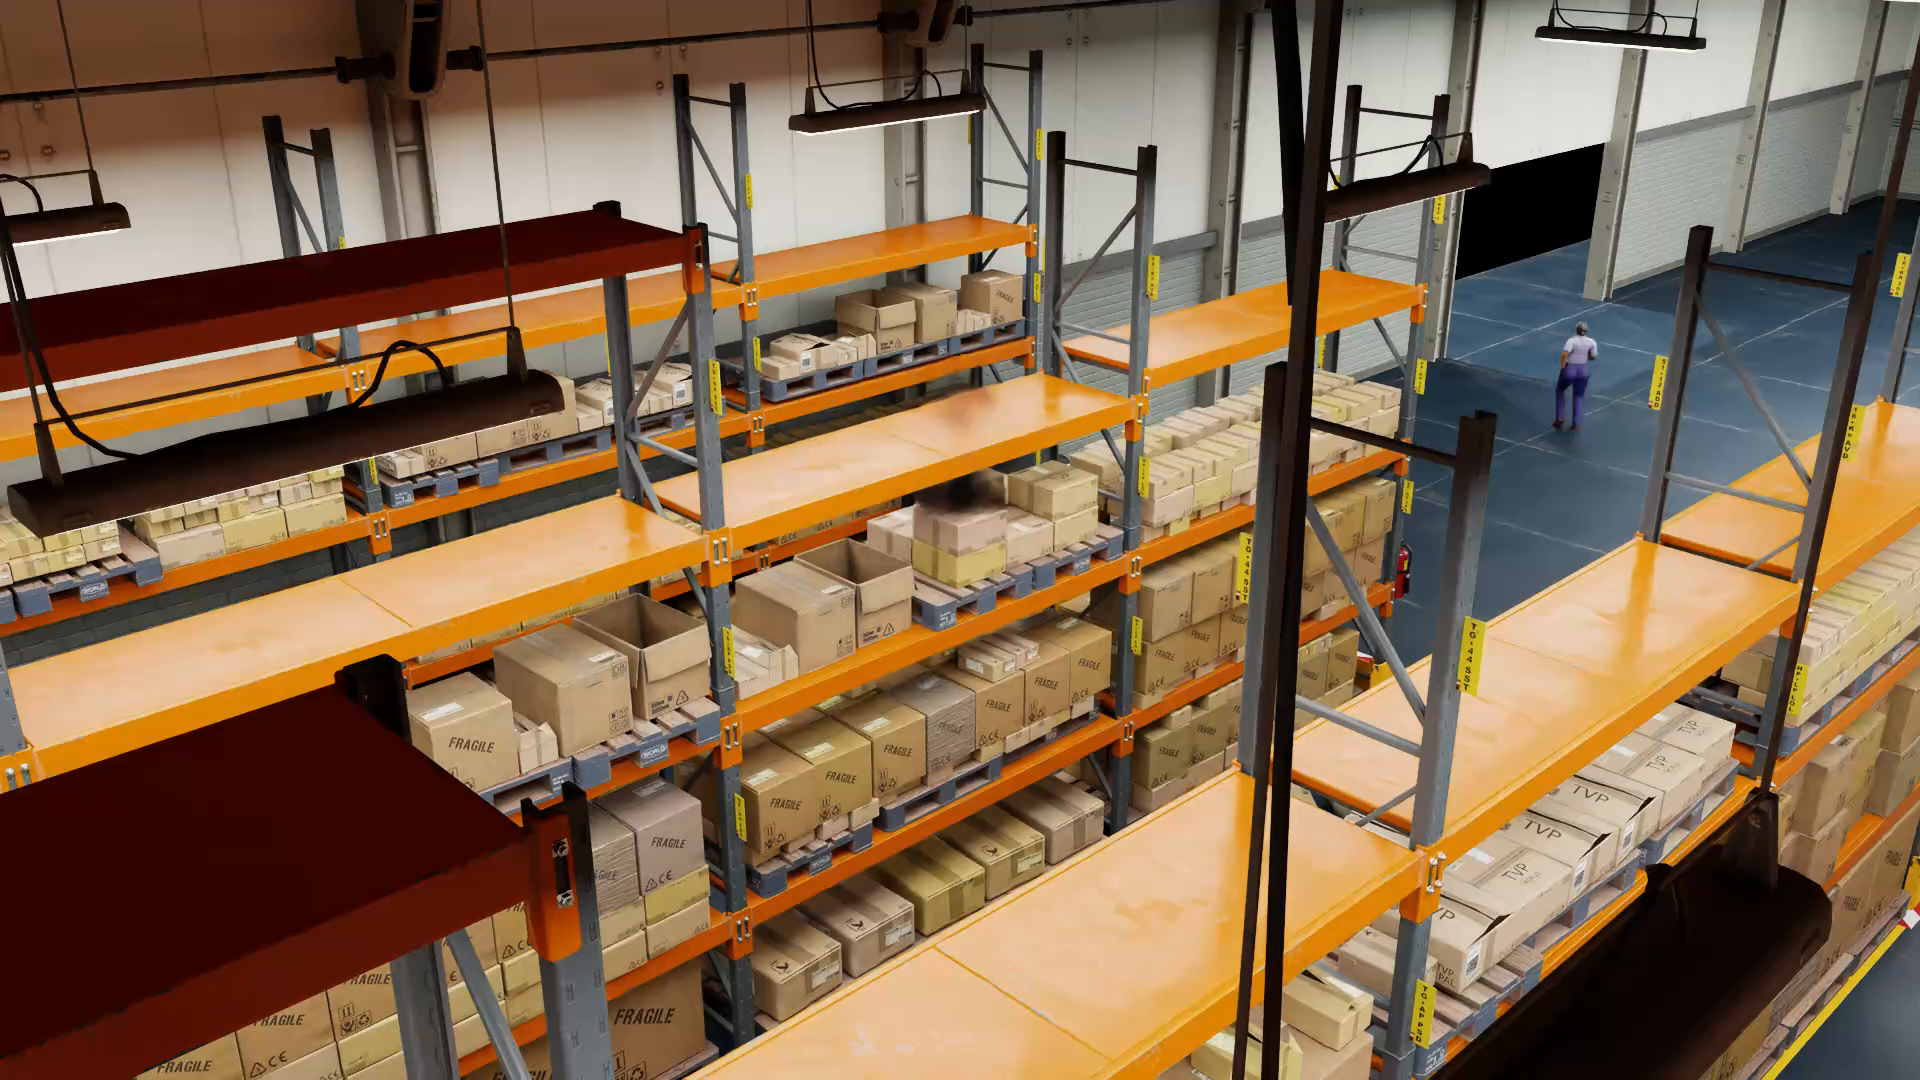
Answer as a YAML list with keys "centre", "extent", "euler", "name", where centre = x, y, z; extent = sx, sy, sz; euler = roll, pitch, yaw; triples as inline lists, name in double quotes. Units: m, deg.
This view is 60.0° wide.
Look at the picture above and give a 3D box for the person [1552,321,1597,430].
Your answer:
- centre: [9.054, -2.399, 24.524]
  extent: [0.585, 1.704, 0.708]
  euler: [2, 23, 5]
  name: "person"
